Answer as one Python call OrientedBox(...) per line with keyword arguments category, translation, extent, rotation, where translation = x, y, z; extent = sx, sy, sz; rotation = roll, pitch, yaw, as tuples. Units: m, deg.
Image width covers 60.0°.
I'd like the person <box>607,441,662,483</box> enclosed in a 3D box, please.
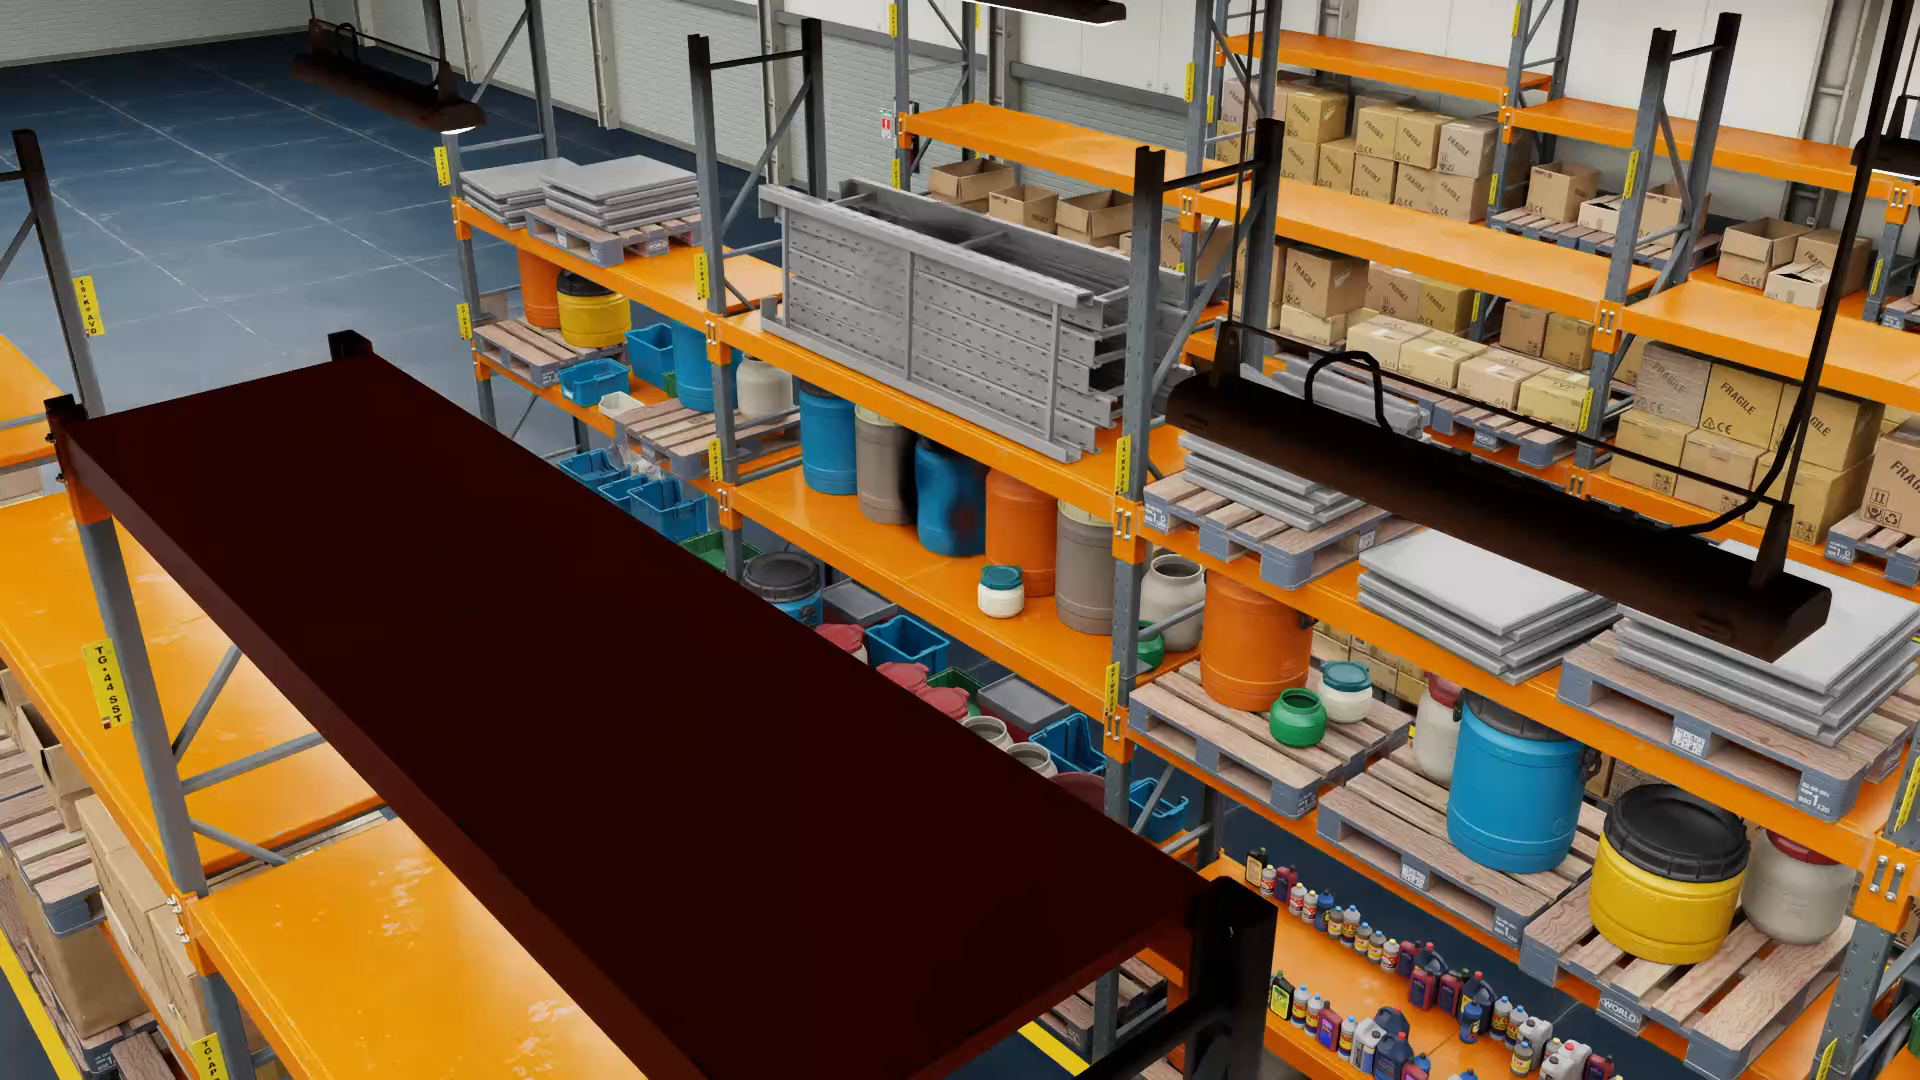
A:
OrientedBox(category="person", translation=(-3.213, -0.742, 17.123), extent=(0.816, 1.801, 0.654), rotation=(5, 27, 9))
